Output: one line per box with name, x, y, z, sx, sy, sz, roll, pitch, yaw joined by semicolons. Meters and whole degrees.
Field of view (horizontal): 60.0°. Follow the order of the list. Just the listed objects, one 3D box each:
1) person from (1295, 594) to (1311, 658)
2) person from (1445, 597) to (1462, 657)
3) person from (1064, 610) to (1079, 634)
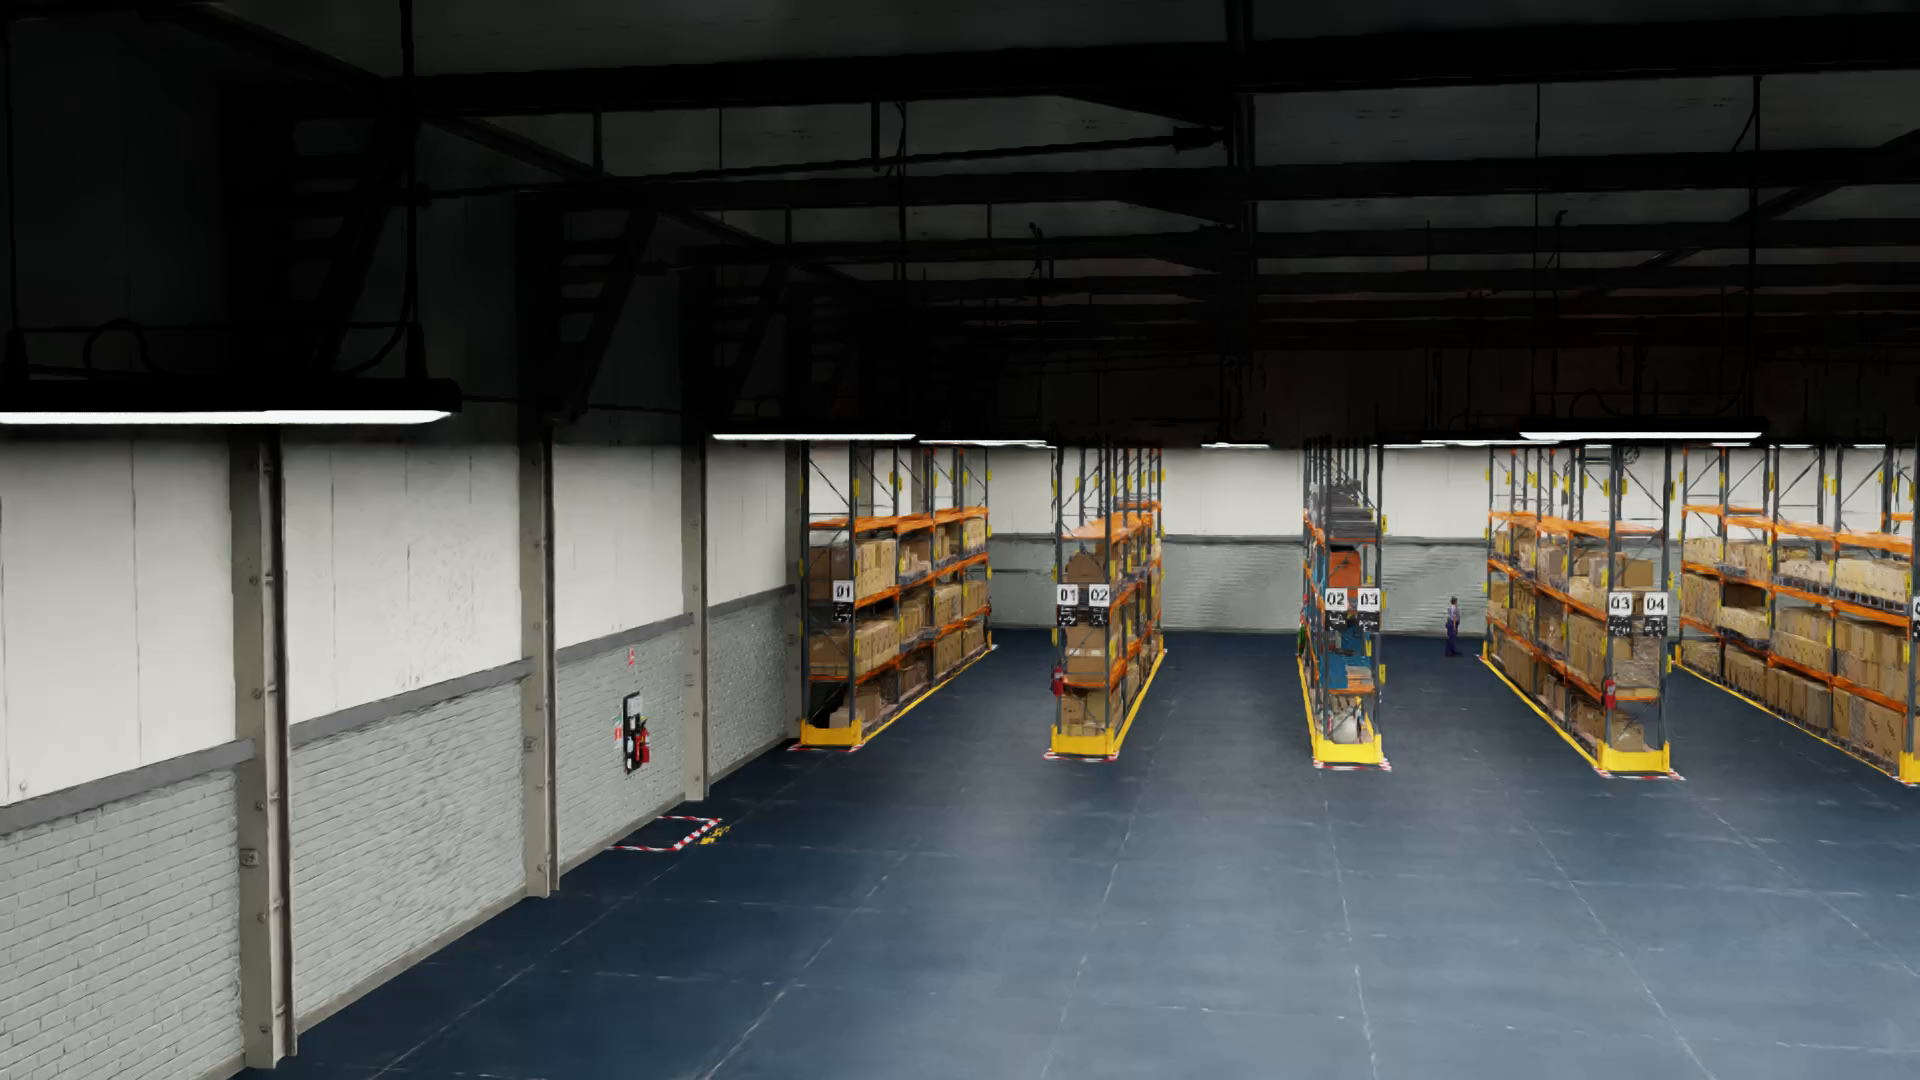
person;9.508;2.331;45.300;0.598;1.756;0.993;2;4;32
person;13.739;2.398;46.268;0.529;1.646;0.613;0;3;1
person;3.132;2.408;45.908;0.543;1.647;1.114;1;3;13
